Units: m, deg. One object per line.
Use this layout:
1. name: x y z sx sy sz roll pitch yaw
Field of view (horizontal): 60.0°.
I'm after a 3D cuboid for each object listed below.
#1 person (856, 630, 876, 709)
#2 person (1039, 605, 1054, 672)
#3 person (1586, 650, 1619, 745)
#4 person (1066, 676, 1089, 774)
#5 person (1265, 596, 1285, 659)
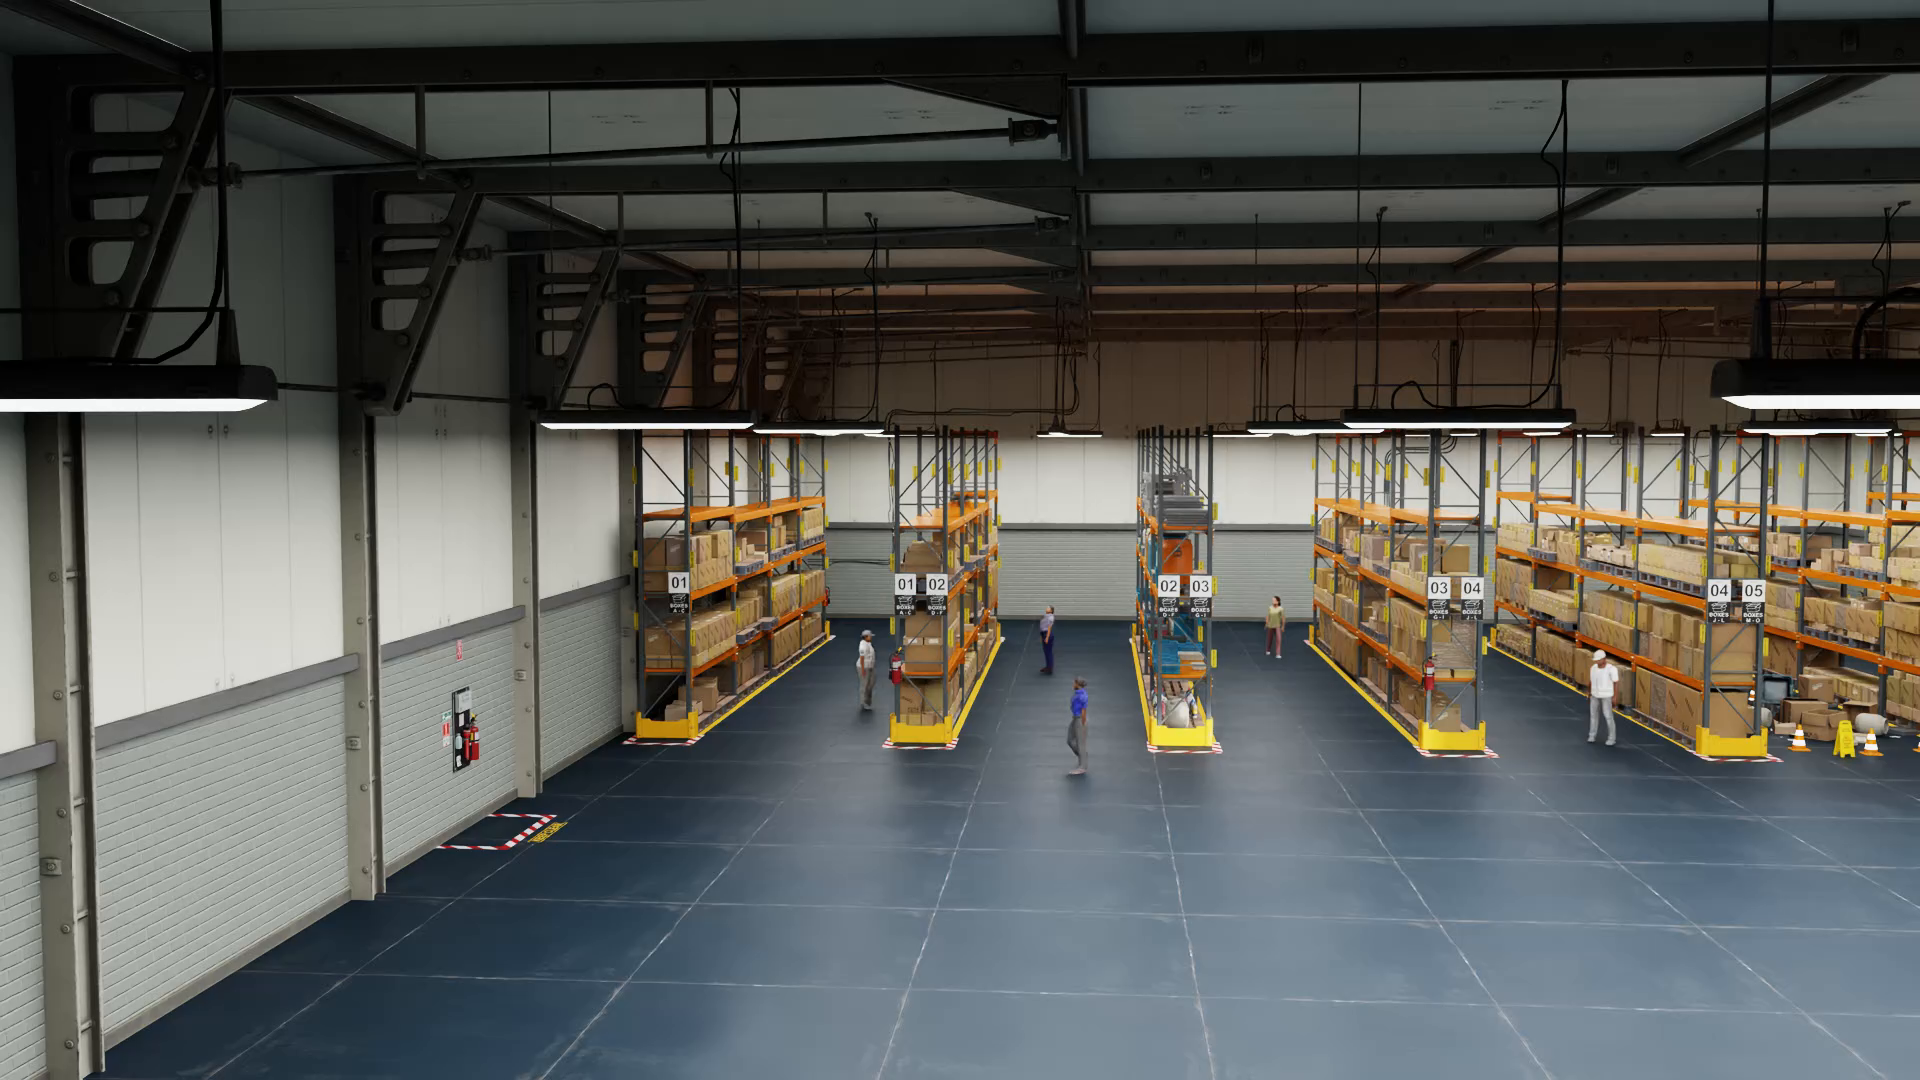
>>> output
1. person: -2.012 2.799 35.594 0.401 1.753 0.546 1 4 13
2. person: 2.135 2.440 41.183 0.370 1.618 0.548 0 3 -1
3. person: 12.088 2.948 31.370 0.405 1.765 0.633 -2 4 -33
4. person: 2.052 3.166 28.614 0.429 1.676 0.511 -1 4 -12
5. person: 8.255 2.287 43.658 0.550 1.625 0.978 0 3 -1
